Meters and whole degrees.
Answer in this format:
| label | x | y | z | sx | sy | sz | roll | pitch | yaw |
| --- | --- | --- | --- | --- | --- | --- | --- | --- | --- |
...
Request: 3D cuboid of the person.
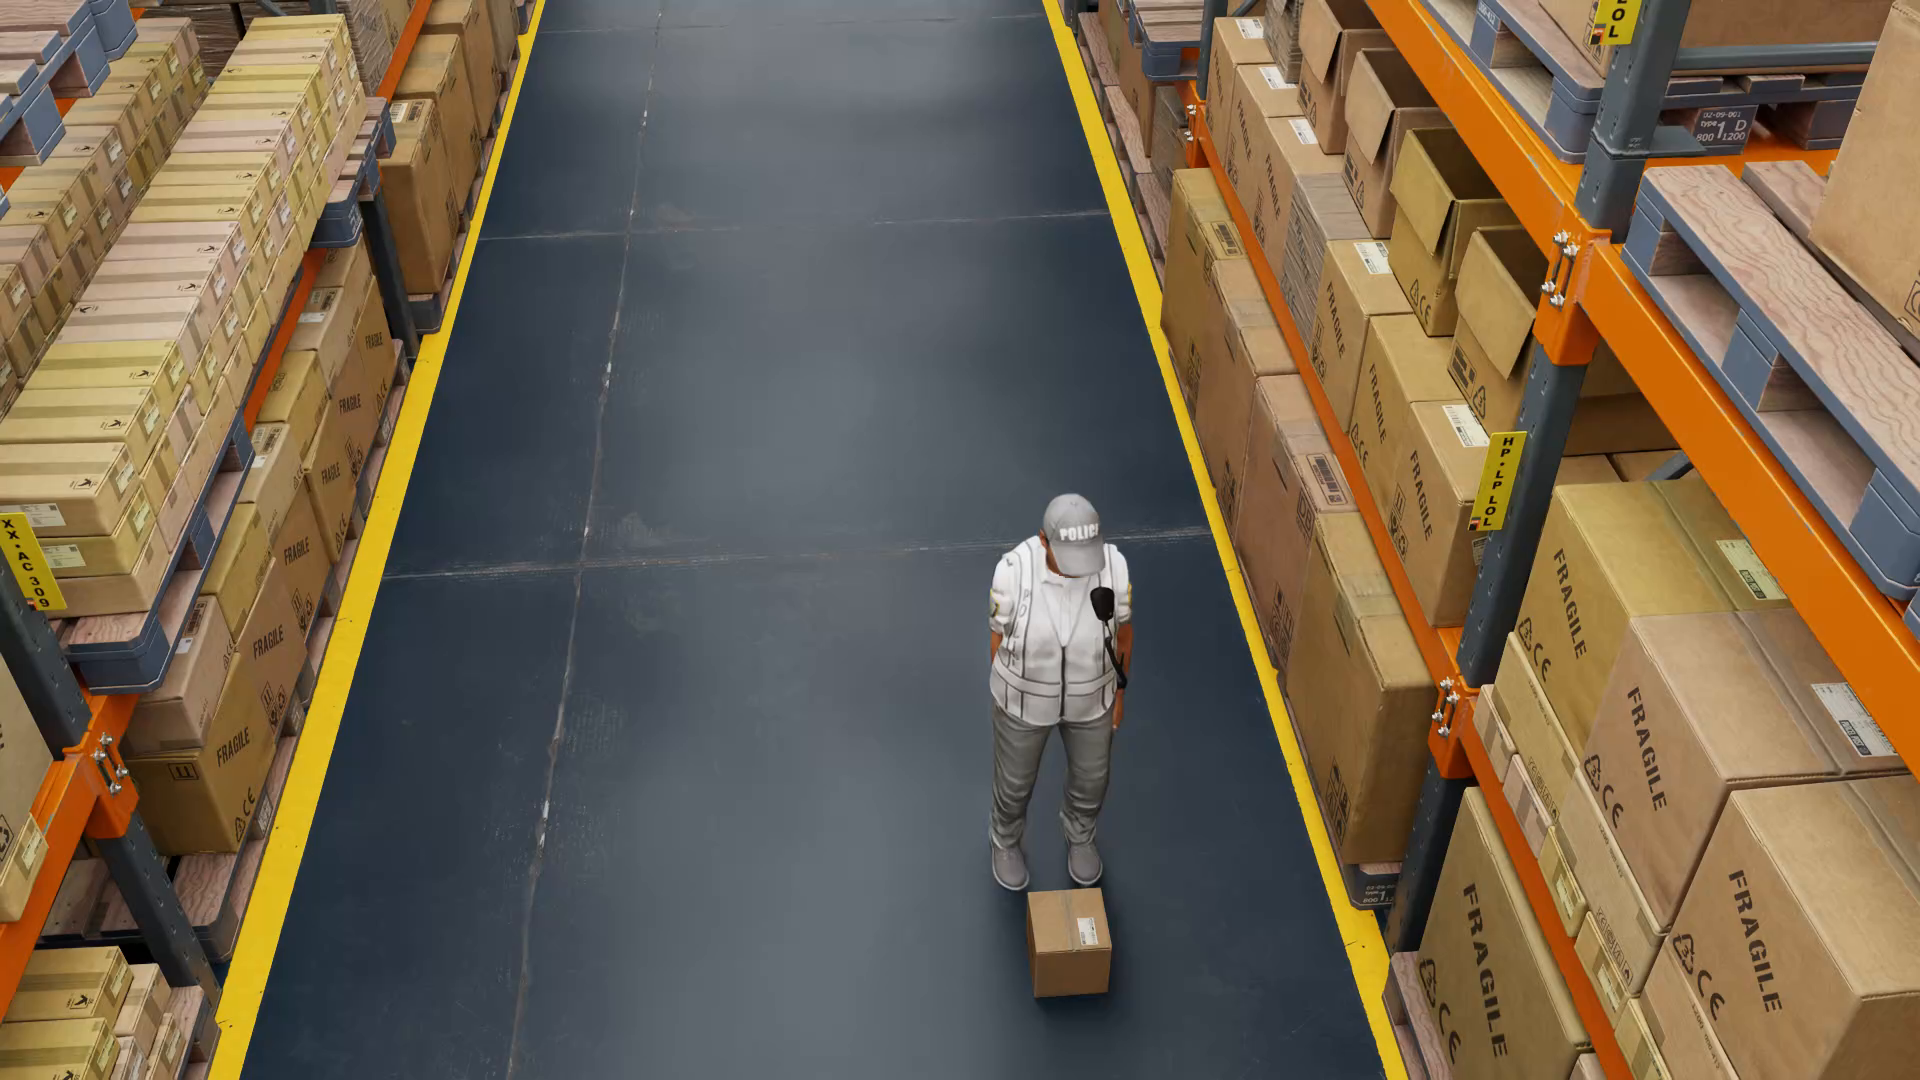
| label | x | y | z | sx | sy | sz | roll | pitch | yaw |
| --- | --- | --- | --- | --- | --- | --- | --- | --- | --- |
| person | 0.333 | 0.518 | 5.534 | 0.471 | 1.660 | 0.390 | -4 | 40 | -5 |
